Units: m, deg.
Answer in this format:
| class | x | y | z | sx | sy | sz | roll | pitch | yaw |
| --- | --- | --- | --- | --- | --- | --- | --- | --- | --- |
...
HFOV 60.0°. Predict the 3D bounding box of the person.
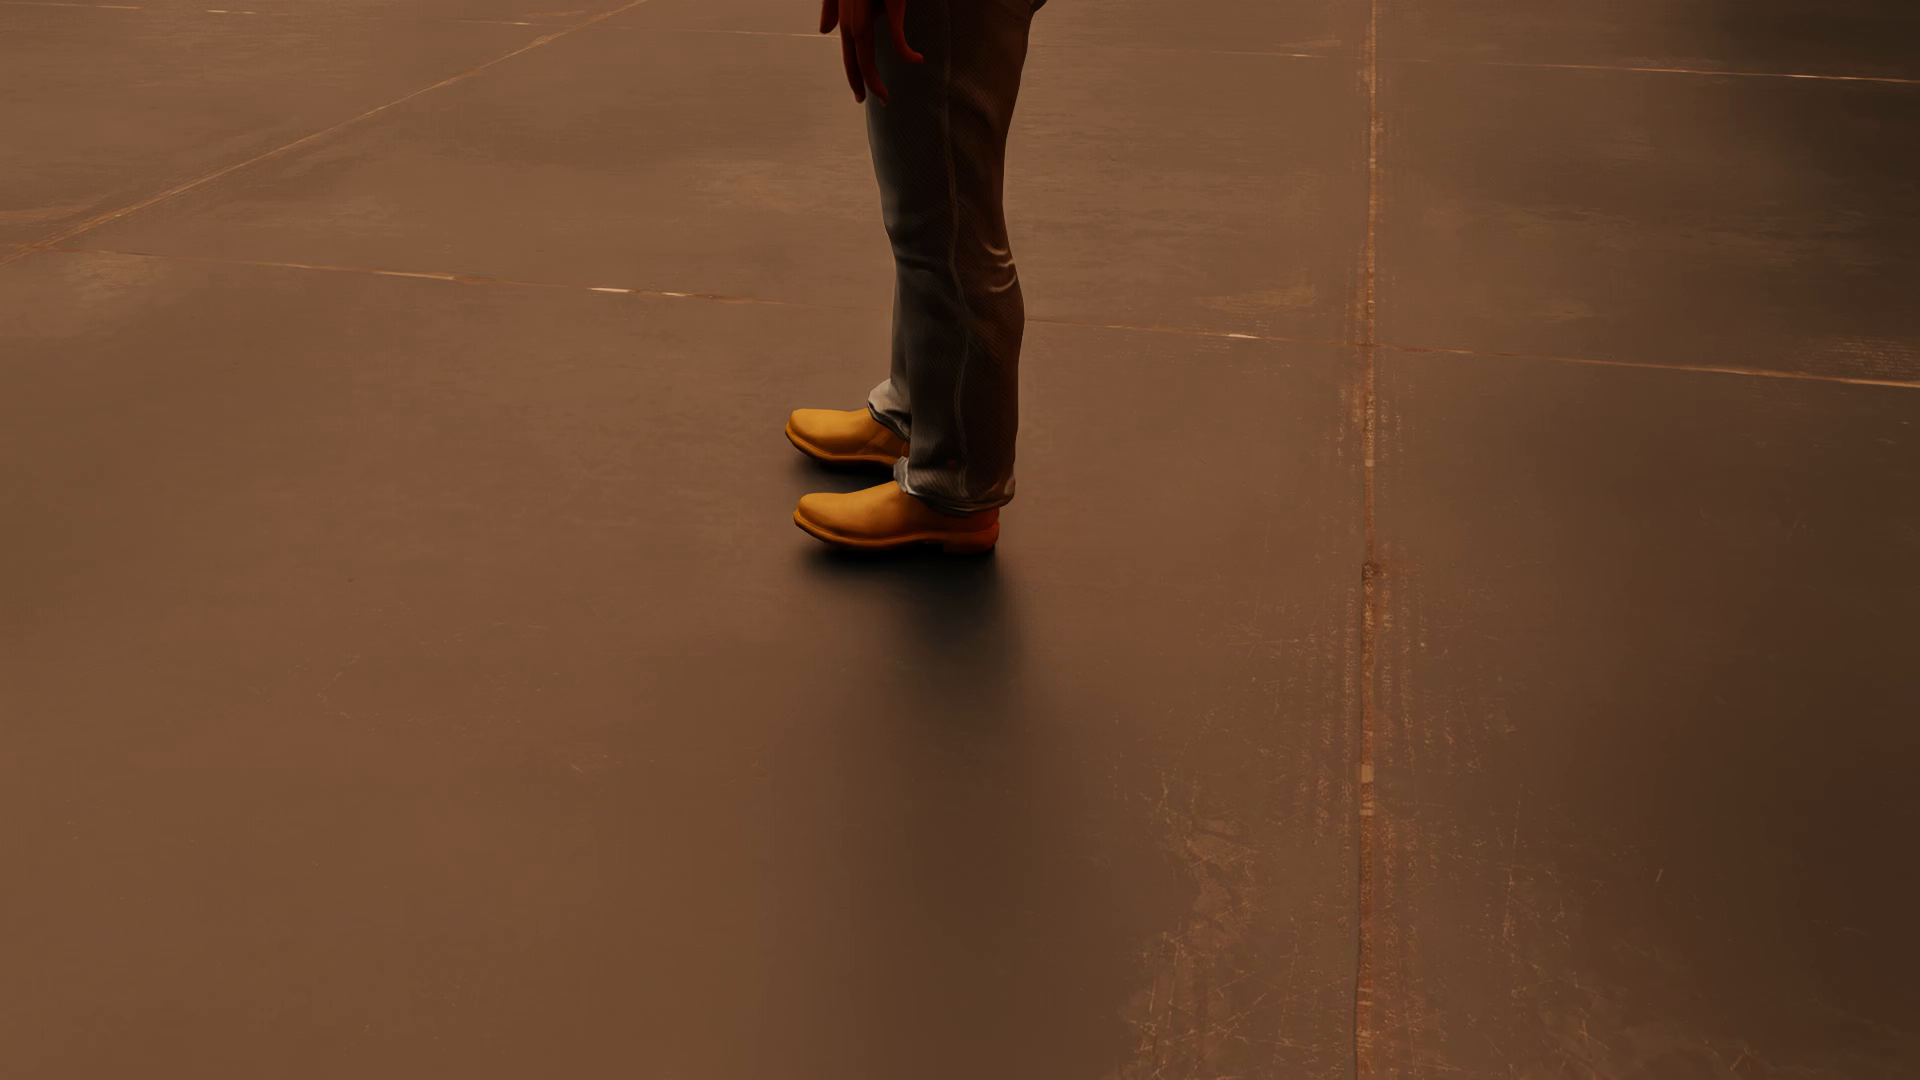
| class | x | y | z | sx | sy | sz | roll | pitch | yaw |
| --- | --- | --- | --- | --- | --- | --- | --- | --- | --- |
| person | 0.011 | -0.823 | 2.089 | 0.420 | 1.706 | 0.665 | 6 | 27 | 11 |
